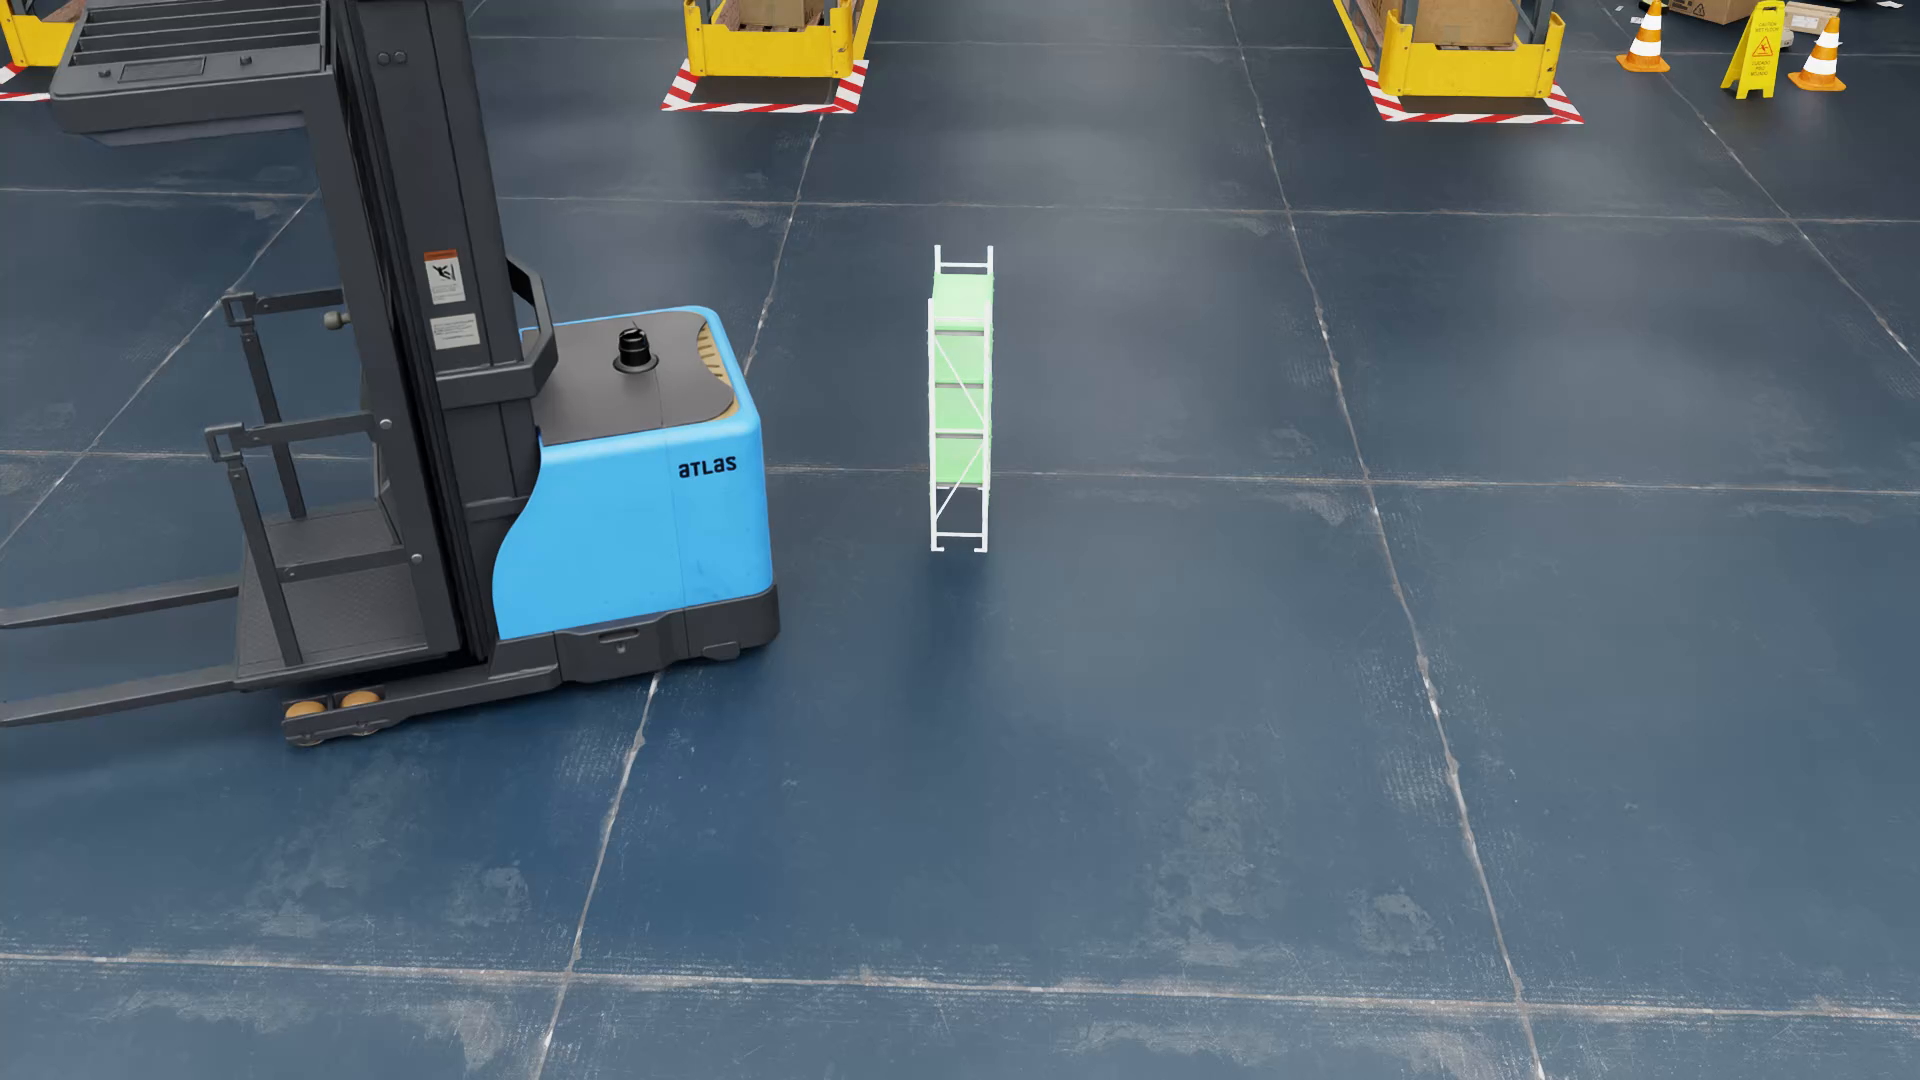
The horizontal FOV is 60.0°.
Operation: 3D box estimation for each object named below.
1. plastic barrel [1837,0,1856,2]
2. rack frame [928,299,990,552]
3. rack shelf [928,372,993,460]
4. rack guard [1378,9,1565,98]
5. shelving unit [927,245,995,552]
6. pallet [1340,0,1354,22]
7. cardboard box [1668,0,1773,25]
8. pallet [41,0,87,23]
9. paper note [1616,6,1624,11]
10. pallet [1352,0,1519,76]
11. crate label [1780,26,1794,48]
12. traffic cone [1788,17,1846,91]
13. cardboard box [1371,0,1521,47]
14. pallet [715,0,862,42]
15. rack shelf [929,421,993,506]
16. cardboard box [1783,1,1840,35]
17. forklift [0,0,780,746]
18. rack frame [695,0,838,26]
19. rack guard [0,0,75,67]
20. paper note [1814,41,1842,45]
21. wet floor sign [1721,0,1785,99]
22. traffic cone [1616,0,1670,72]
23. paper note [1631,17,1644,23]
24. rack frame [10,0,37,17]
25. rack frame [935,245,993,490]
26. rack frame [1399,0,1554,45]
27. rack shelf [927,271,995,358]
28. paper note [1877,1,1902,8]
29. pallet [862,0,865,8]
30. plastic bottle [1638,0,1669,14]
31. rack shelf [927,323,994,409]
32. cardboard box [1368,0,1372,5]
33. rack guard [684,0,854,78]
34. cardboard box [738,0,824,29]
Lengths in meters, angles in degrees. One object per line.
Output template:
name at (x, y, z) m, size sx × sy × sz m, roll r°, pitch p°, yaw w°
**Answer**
plastic barrel at (7.098, -4.564, 13.376) m, size 0.512 × 0.421 × 0.421 m, roll 28°, pitch 44°, yaw 33°
rack frame at (-0.003, -0.446, 6.841) m, size 0.240 × 1.200 × 0.015 m, roll 1°, pitch 35°, yaw 2°
rack shelf at (0.007, -0.534, 7.077) m, size 0.258 × 0.148 × 0.480 m, roll 1°, pitch 35°, yaw 2°
rack guard at (3.577, -3.417, 11.677) m, size 1.175 × 0.500 × 0.348 m, roll 1°, pitch 35°, yaw 2°
shelving unit at (0.007, -0.586, 7.040) m, size 0.258 × 1.200 × 0.503 m, roll 1°, pitch 35°, yaw 2°
pallet at (3.584, -4.472, 13.430) m, size 1.003 × 0.211 × 1.213 m, roll 1°, pitch 35°, yaw 2°
cardboard box at (6.069, -4.443, 13.134) m, size 0.797 × 0.503 × 0.637 m, roll -24°, pitch 42°, yaw -30°
pallet at (-6.329, -4.111, 12.915) m, size 1.003 × 0.211 × 1.213 m, roll 1°, pitch 35°, yaw 2°
paper note at (5.271, -4.250, 13.289) m, size 0.032 × 0.001 × 0.123 m, roll 20°, pitch 40°, yaw 26°
pallet at (3.532, -3.773, 12.436) m, size 1.003 × 0.211 × 1.213 m, roll 1°, pitch 35°, yaw 2°
crate label at (6.103, -3.786, 12.518) m, size 0.250 × 0.136 × 0.298 m, roll -17°, pitch 38°, yaw -22°
traffic cone at (6.134, -3.466, 11.779) m, size 0.336 × 0.463 × 0.334 m, roll 1°, pitch 35°, yaw 2°
cardboard box at (3.539, -4.147, 12.024) m, size 0.875 × 0.875 × 0.875 m, roll 2°, pitch 35°, yaw 2°
pallet at (-1.303, -3.994, 12.750) m, size 1.003 × 0.211 × 1.213 m, roll 1°, pitch 35°, yaw 2°
rack shelf at (0.007, -0.337, 7.215) m, size 0.258 × 0.148 × 0.480 m, roll 1°, pitch 35°, yaw 2°
cardboard box at (6.562, -4.030, 12.854) m, size 0.380 × 0.149 × 0.250 m, roll 20°, pitch 40°, yaw 26°
forklift at (-2.290, -0.776, 5.806) m, size 3.031 × 2.935 × 1.130 m, roll -10°, pitch 36°, yaw -14°
rack frame at (-1.374, -4.626, 11.223) m, size 1.000 × 3.000 × 0.127 m, roll 1°, pitch 35°, yaw 2°
rack guard at (-6.367, -3.762, 12.168) m, size 1.175 × 0.500 × 0.348 m, roll 1°, pitch 35°, yaw 2°
paper note at (6.577, -3.771, 12.589) m, size 0.148 × 0.019 × 0.142 m, roll -10°, pitch 36°, yaw -14°
wet floor sign at (5.555, -3.427, 11.566) m, size 0.267 × 0.644 × 0.232 m, roll -4°, pitch 35°, yaw -6°
traffic cone at (5.018, -3.687, 12.094) m, size 0.336 × 0.463 × 0.334 m, roll 1°, pitch 35°, yaw 2°
paper note at (5.336, -4.075, 13.024) m, size 0.144 × 0.017 × 0.142 m, roll 13°, pitch 37°, yaw 18°
rack frame at (-6.323, -4.740, 11.386) m, size 1.000 × 3.000 × 0.127 m, roll 1°, pitch 35°, yaw 2°
rack frame at (0.016, -0.726, 7.240) m, size 0.240 × 1.200 × 0.015 m, roll 1°, pitch 35°, yaw 2°
rack frame at (3.578, -4.453, 10.977) m, size 1.000 × 3.000 × 0.127 m, roll 1°, pitch 35°, yaw 2°
rack shelf at (0.007, -0.926, 6.801) m, size 0.258 × 0.148 × 0.480 m, roll 1°, pitch 35°, yaw 2°
paper note at (7.471, -4.306, 13.350) m, size 0.142 × 0.019 × 0.148 m, roll -10°, pitch 36°, yaw -14°
pallet at (-1.251, -4.693, 13.745) m, size 1.003 × 0.211 × 1.213 m, roll 1°, pitch 35°, yaw 2°
plastic bottle at (5.512, -4.262, 13.261) m, size 0.133 × 0.061 × 0.283 m, roll -10°, pitch 36°, yaw -14°
rack shelf at (0.007, -0.730, 6.939) m, size 0.258 × 0.148 × 0.480 m, roll 1°, pitch 35°, yaw 2°
cardboard box at (3.573, -4.652, 12.744) m, size 0.875 × 0.875 × 0.875 m, roll 1°, pitch 35°, yaw 1°
rack guard at (-1.371, -3.647, 12.004) m, size 1.175 × 0.500 × 0.348 m, roll 1°, pitch 35°, yaw 2°
cardboard box at (-1.332, -4.133, 12.331) m, size 0.500 × 0.500 × 0.500 m, roll 8°, pitch 36°, yaw 11°
